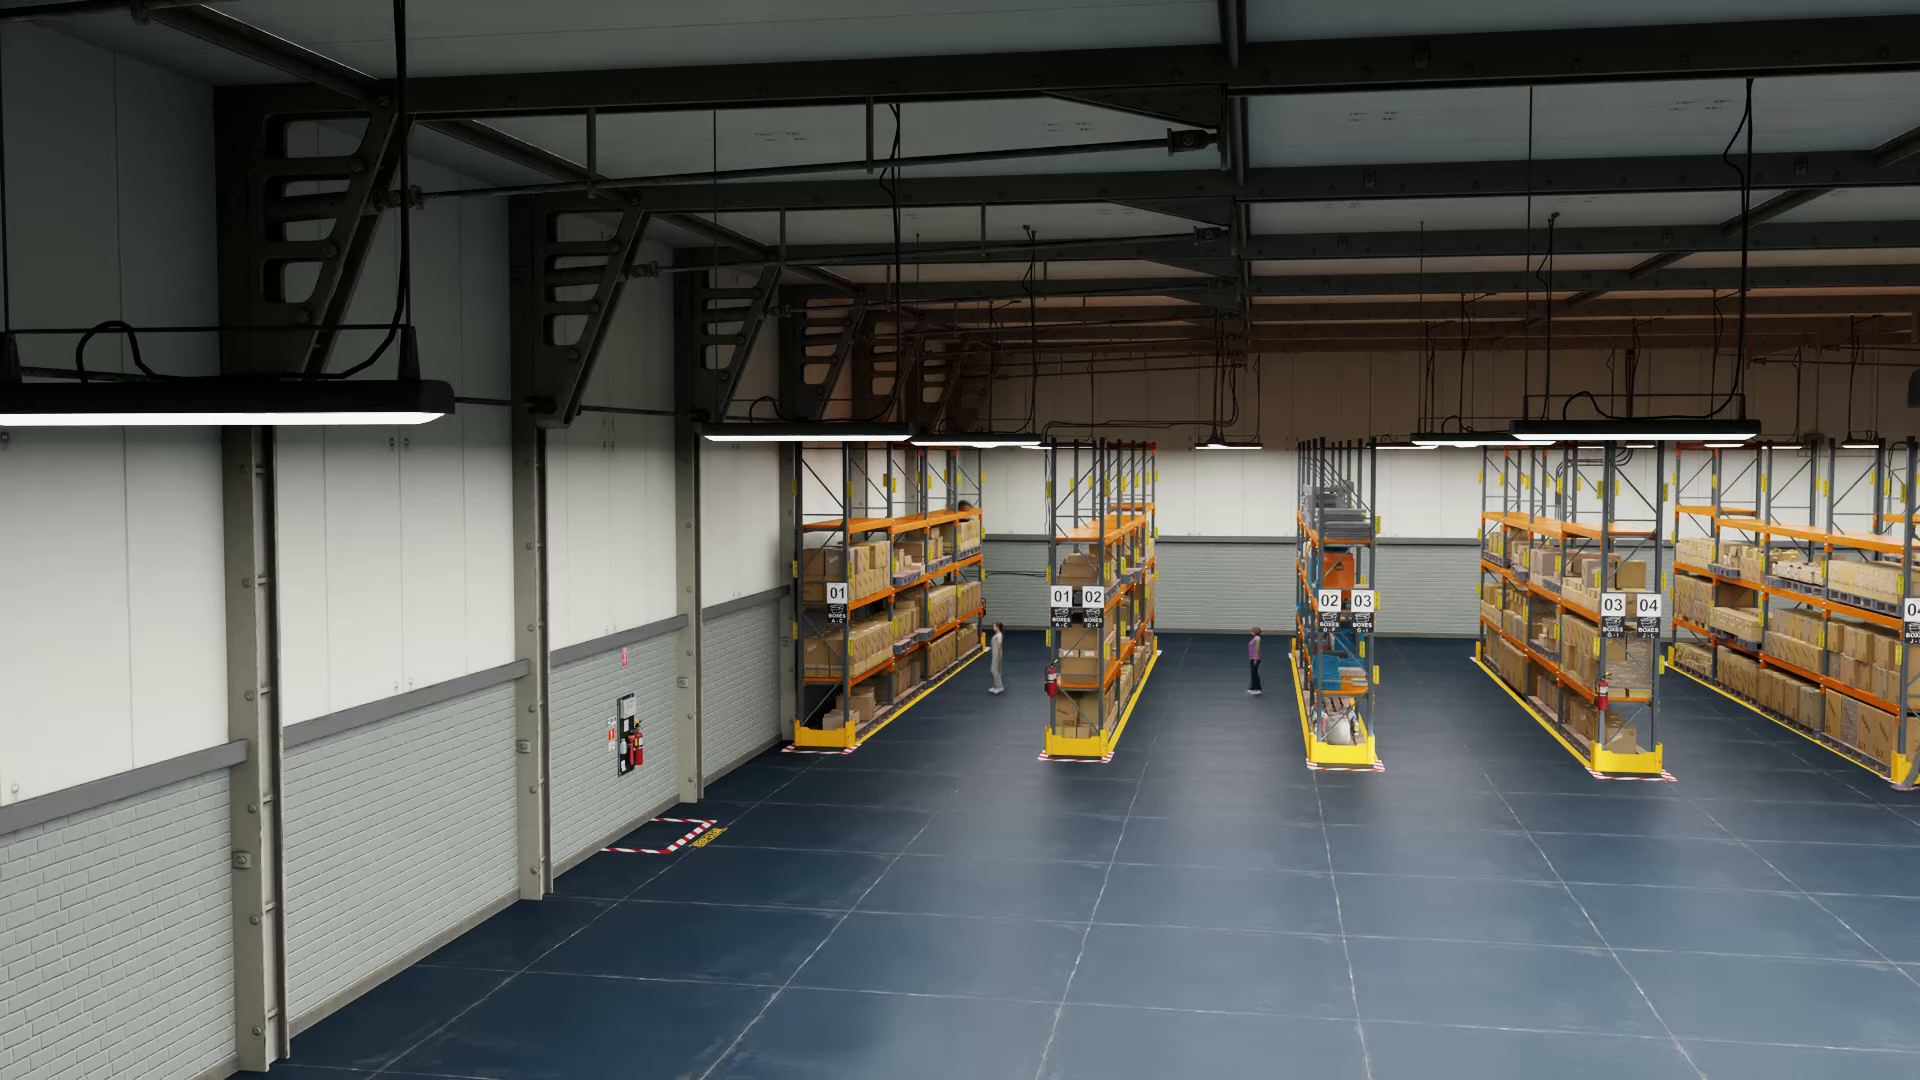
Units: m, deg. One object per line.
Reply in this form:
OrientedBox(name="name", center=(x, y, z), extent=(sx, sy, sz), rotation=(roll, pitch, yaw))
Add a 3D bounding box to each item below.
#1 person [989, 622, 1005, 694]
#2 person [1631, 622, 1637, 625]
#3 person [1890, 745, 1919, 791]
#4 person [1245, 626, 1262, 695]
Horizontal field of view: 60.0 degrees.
OrientedBox(name="person", center=(0.879, 2.794, 39.651), extent=(0.380, 1.700, 0.488), rotation=(0, 3, -1))
OrientedBox(name="person", center=(18.506, 2.456, 45.462), extent=(0.521, 1.717, 1.064), rotation=(3, 4, 43))
OrientedBox(name="person", center=(16.123, 3.427, 27.739), extent=(0.952, 1.610, 0.479), rotation=(0, 3, 0))
OrientedBox(name="person", center=(6.922, 2.842, 39.355), extent=(0.532, 1.598, 0.460), rotation=(-1, 3, -13))
